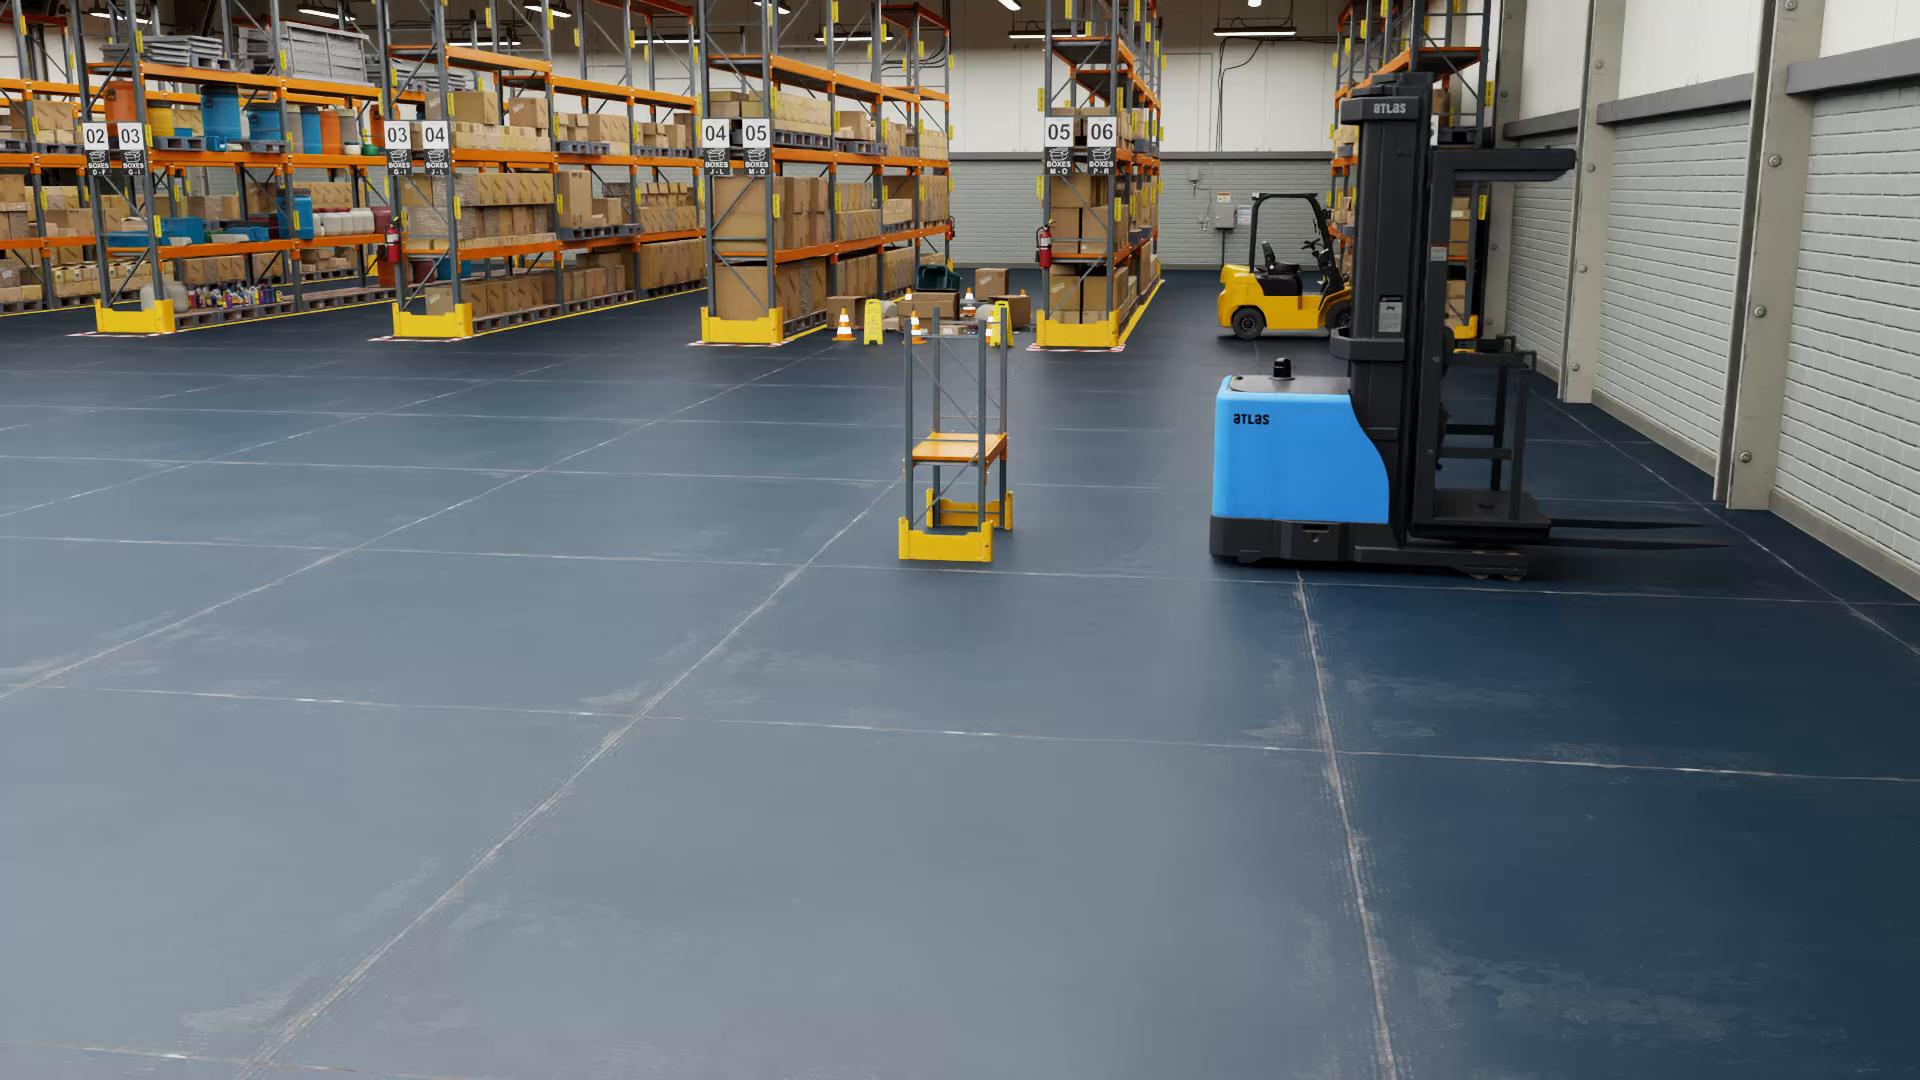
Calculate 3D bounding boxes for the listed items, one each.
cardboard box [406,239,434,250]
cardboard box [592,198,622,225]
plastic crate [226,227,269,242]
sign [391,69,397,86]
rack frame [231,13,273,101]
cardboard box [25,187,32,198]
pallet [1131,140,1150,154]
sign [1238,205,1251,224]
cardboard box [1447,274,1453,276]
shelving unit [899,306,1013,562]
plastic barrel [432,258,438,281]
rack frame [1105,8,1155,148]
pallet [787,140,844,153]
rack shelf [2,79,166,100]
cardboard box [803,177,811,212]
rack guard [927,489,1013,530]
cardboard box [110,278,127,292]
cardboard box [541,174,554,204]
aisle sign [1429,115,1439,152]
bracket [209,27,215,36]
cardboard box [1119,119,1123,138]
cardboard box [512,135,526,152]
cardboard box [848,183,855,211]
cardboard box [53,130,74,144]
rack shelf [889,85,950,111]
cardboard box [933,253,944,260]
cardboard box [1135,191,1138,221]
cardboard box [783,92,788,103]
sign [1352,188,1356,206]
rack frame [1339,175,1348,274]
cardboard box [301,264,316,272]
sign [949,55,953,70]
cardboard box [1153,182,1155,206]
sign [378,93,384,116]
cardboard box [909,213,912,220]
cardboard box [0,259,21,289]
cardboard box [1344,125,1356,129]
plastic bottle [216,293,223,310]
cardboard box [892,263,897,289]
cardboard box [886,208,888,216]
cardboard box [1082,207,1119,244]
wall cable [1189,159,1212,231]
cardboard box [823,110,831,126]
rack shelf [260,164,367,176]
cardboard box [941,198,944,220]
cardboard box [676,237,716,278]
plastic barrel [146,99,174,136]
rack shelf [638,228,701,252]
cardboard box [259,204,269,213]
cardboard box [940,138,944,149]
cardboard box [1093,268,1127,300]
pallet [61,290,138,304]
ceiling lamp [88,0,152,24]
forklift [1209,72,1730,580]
[{"bbox_3d":[-8.263,-4.535,25.515,0.380,0.149,0.250,2,12,9],"label":"cardboard box"},{"bbox_3d":[-6.903,-6.279,31.773,0.700,0.500,0.500,4,13,17],"label":"cardboard box"},{"bbox_3d":[-12.284,-5.274,28.696,0.499,0.251,0.616,2,12,9],"label":"plastic crate"},{"bbox_3d":[-11.222,-9.177,32.980,0.100,0.325,0.005,2,12,9],"label":"sign"},{"bbox_3d":[-16.045,-10.345,37.634,1.000,3.000,0.127,2,12,9],"label":"rack frame"},{"bbox_3d":[-21.004,-7.718,36.917,0.500,0.250,0.500,2,12,7],"label":"cardboard box"},{"bbox_3d":[2.661,-6.819,28.842,1.213,0.211,1.003,2,12,9],"label":"pallet"},{"bbox_3d":[7.567,-8.659,44.276,0.329,0.494,0.001,2,12,9],"label":"sign"},{"bbox_3d":[7.102,-3.869,24.984,0.500,0.250,0.500,2,12,8],"label":"cardboard box"},{"bbox_3d":[-0.012,-0.717,10.762,0.587,1.500,1.083,2,12,9],"label":"shelving unit"},{"bbox_3d":[-11.536,-5.865,35.997,0.421,0.512,0.421,0,12,0],"label":"plastic barrel"},{"bbox_3d":[3.535,-9.702,34.651,1.000,3.000,0.127,2,12,9],"label":"rack frame"},{"bbox_3d":[-2.510,-6.808,28.800,0.805,0.209,1.217,1,12,6],"label":"pallet"},{"bbox_3d":[-16.968,-8.548,31.957,1.077,0.370,4.000,2,12,9],"label":"rack shelf"},{"bbox_3d":[-2.882,-5.542,26.672,0.875,0.550,0.550,2,12,9],"label":"cardboard box"},{"bbox_3d":[0.065,-0.210,11.374,0.587,0.250,0.087,2,12,9],"label":"rack guard"},{"bbox_3d":[-16.733,-5.004,32.622,0.500,0.250,0.500,2,12,10],"label":"cardboard box"},{"bbox_3d":[-7.285,-6.005,28.423,0.500,0.500,0.500,2,12,9],"label":"cardboard box"},{"bbox_3d":[6.294,-5.378,22.656,0.394,0.787,0.004,2,12,9],"label":"aisle sign"},{"bbox_3d":[-20.350,-13.762,44.945,0.235,0.232,0.430,2,12,9],"label":"bracket"},{"bbox_3d":[2.117,-6.010,24.291,0.500,0.250,0.500,2,12,8],"label":"cardboard box"},{"bbox_3d":[-7.464,-6.500,27.270,0.500,0.250,0.500,2,12,8],"label":"cardboard box"},{"bbox_3d":[-2.298,-6.202,30.040,0.700,0.500,0.500,2,12,8],"label":"cardboard box"},{"bbox_3d":[-17.090,-7.587,31.319,0.500,0.250,0.500,1,12,3],"label":"cardboard box"},{"bbox_3d":[-1.065,-9.904,37.306,1.077,0.370,4.000,2,12,9],"label":"rack shelf"},{"bbox_3d":[-0.588,-6.725,39.438,0.380,0.149,0.250,2,12,9],"label":"cardboard box"},{"bbox_3d":[2.826,-5.798,28.839,0.500,0.500,0.500,2,12,8],"label":"cardboard box"},{"bbox_3d":[-2.773,-6.563,24.674,0.380,0.149,0.250,2,12,8],"label":"cardboard box"},{"bbox_3d":[7.287,-6.319,30.636,0.100,0.325,0.005,2,12,9],"label":"sign"},{"bbox_3d":[8.440,-6.609,34.541,1.000,3.000,0.127,2,12,9],"label":"rack frame"},{"bbox_3d":[-15.644,-6.503,39.728,0.380,0.166,0.250,2,12,9],"label":"cardboard box"},{"bbox_3d":[-0.212,-11.186,38.943,0.100,0.325,0.005,2,12,9],"label":"sign"},{"bbox_3d":[4.021,-7.609,36.571,0.500,0.500,0.500,2,12,10],"label":"cardboard box"},{"bbox_3d":[-8.648,-6.514,24.876,0.100,0.325,0.005,2,12,9],"label":"sign"},{"bbox_3d":[-1.238,-6.902,35.499,0.380,0.149,0.250,2,12,7],"label":"cardboard box"},{"bbox_3d":[-17.220,-4.767,29.743,0.500,0.500,0.500,2,12,9],"label":"cardboard box"},{"bbox_3d":[8.048,-8.503,33.883,0.396,0.266,0.258,2,12,8],"label":"cardboard box"},{"bbox_3d":[-12.410,-4.001,27.872,0.097,0.271,0.097,0,12,0],"label":"plastic bottle"},{"bbox_3d":[-1.553,-5.303,33.416,0.500,0.500,0.500,2,12,9],"label":"cardboard box"},{"bbox_3d":[-1.637,-6.510,32.974,0.380,0.149,0.250,1,12,7],"label":"cardboard box"},{"bbox_3d":[2.036,-4.555,24.066,0.500,0.500,0.500,2,12,8],"label":"cardboard box"},{"bbox_3d":[6.397,-9.229,44.288,0.588,1.984,0.122,2,12,9],"label":"wall cable"},{"bbox_3d":[-2.425,-6.925,27.302,0.500,0.250,0.500,2,12,8],"label":"cardboard box"},{"bbox_3d":[-15.738,-8.943,39.958,1.077,0.370,4.000,2,12,9],"label":"rack shelf"},{"bbox_3d":[-0.656,-7.727,38.782,0.500,0.500,0.500,2,12,8],"label":"cardboard box"},{"bbox_3d":[-6.077,-6.392,37.578,0.875,0.875,0.875,2,12,9],"label":"cardboard box"},{"bbox_3d":[-12.947,-6.758,26.667,0.600,0.588,0.600,0,12,0],"label":"plastic barrel"},{"bbox_3d":[-6.565,-6.322,34.917,1.077,0.370,4.000,2,12,9],"label":"rack shelf"},{"bbox_3d":[-16.222,-7.573,38.777,0.500,0.500,0.500,2,12,10],"label":"cardboard box"},{"bbox_3d":[-0.654,-9.168,38.463,0.500,0.250,0.500,2,12,7],"label":"cardboard box"},{"bbox_3d":[2.402,-4.094,26.619,0.500,0.500,0.500,2,12,10],"label":"cardboard box"},{"bbox_3d":[-17.016,-4.793,32.732,1.003,0.211,1.213,2,12,9],"label":"pallet"},{"bbox_3d":[-18.297,-13.093,36.532,0.800,3.185,2.000,2,12,9],"label":"ceiling lamp"},{"bbox_3d":[3.114,-1.315,10.136,3.031,2.935,1.130,2,12,11],"label":"forklift"}]
